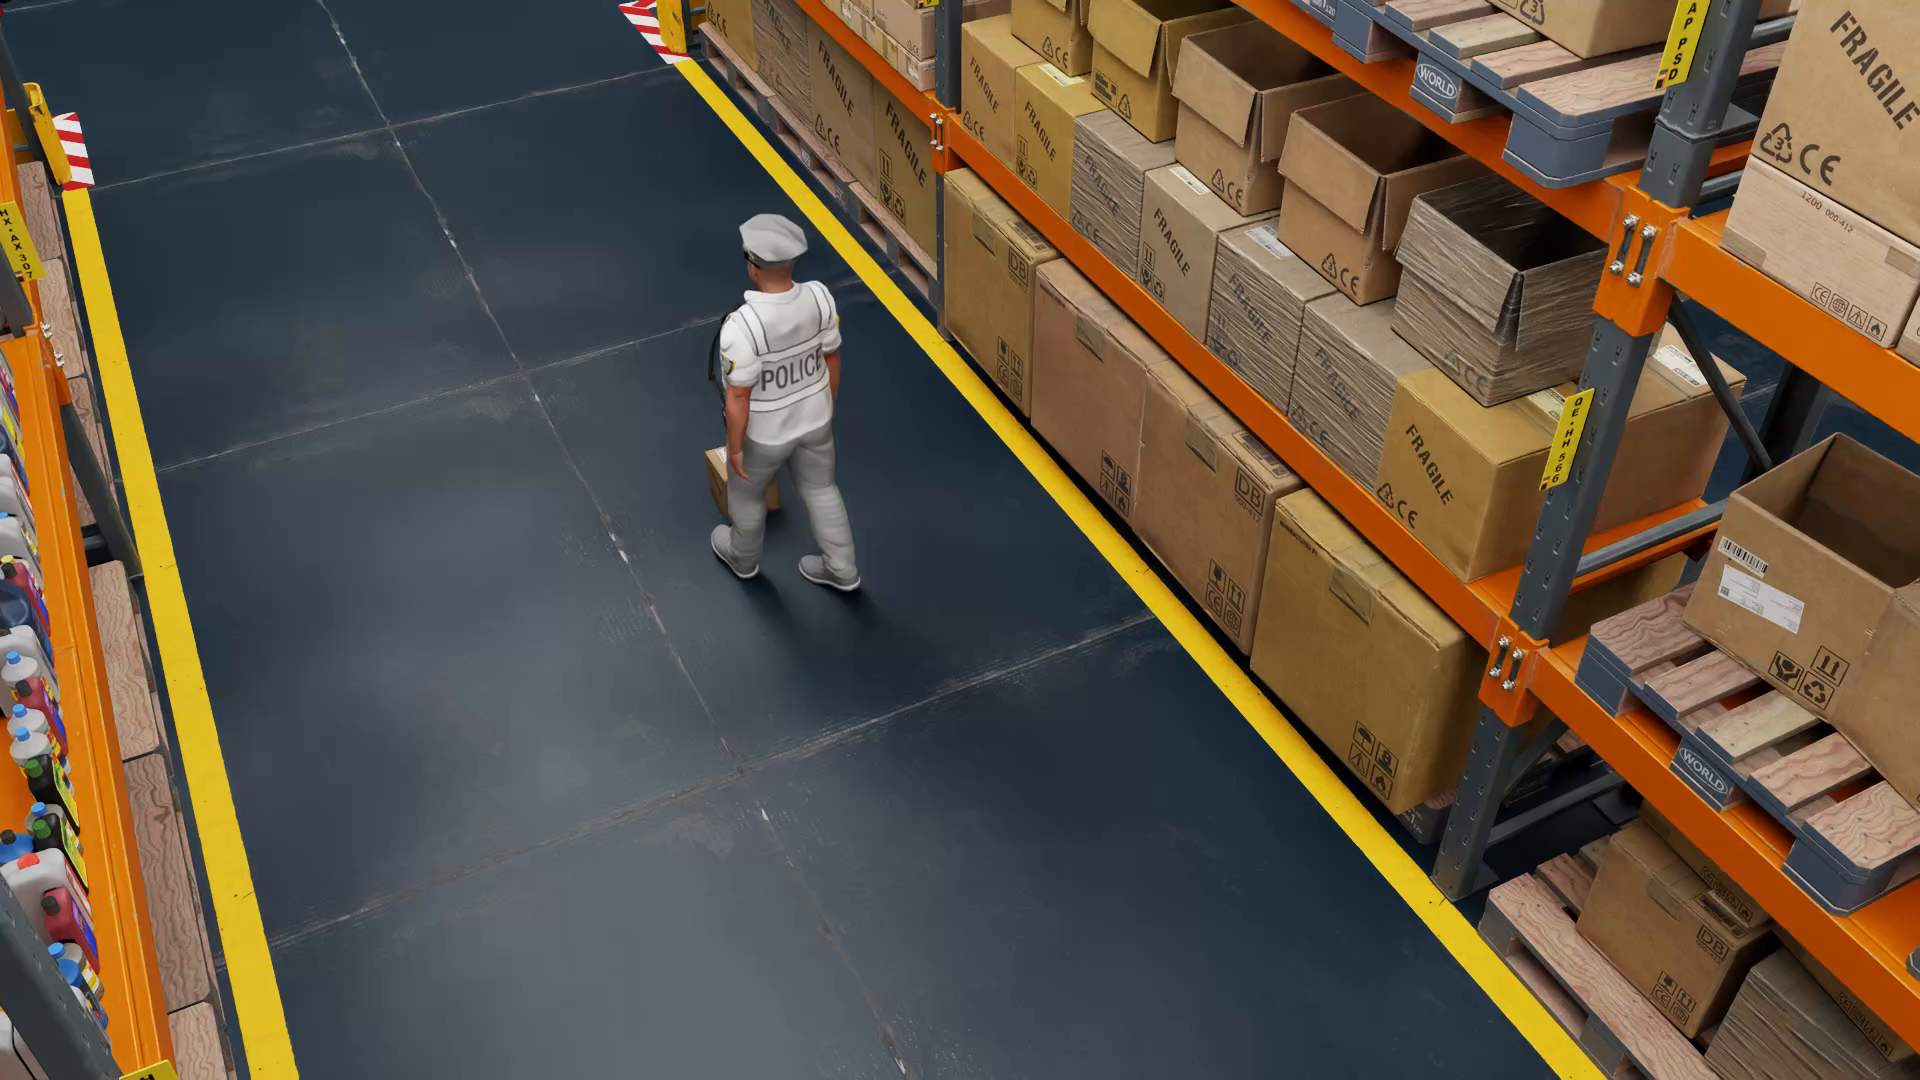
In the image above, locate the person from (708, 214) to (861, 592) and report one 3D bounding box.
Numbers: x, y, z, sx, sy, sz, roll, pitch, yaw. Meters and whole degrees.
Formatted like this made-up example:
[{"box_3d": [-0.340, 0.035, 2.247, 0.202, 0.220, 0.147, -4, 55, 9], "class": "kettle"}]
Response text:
[{"box_3d": [-0.773, -0.539, 6.762, 0.548, 1.761, 0.697, -28, 48, -28], "class": "person"}]
